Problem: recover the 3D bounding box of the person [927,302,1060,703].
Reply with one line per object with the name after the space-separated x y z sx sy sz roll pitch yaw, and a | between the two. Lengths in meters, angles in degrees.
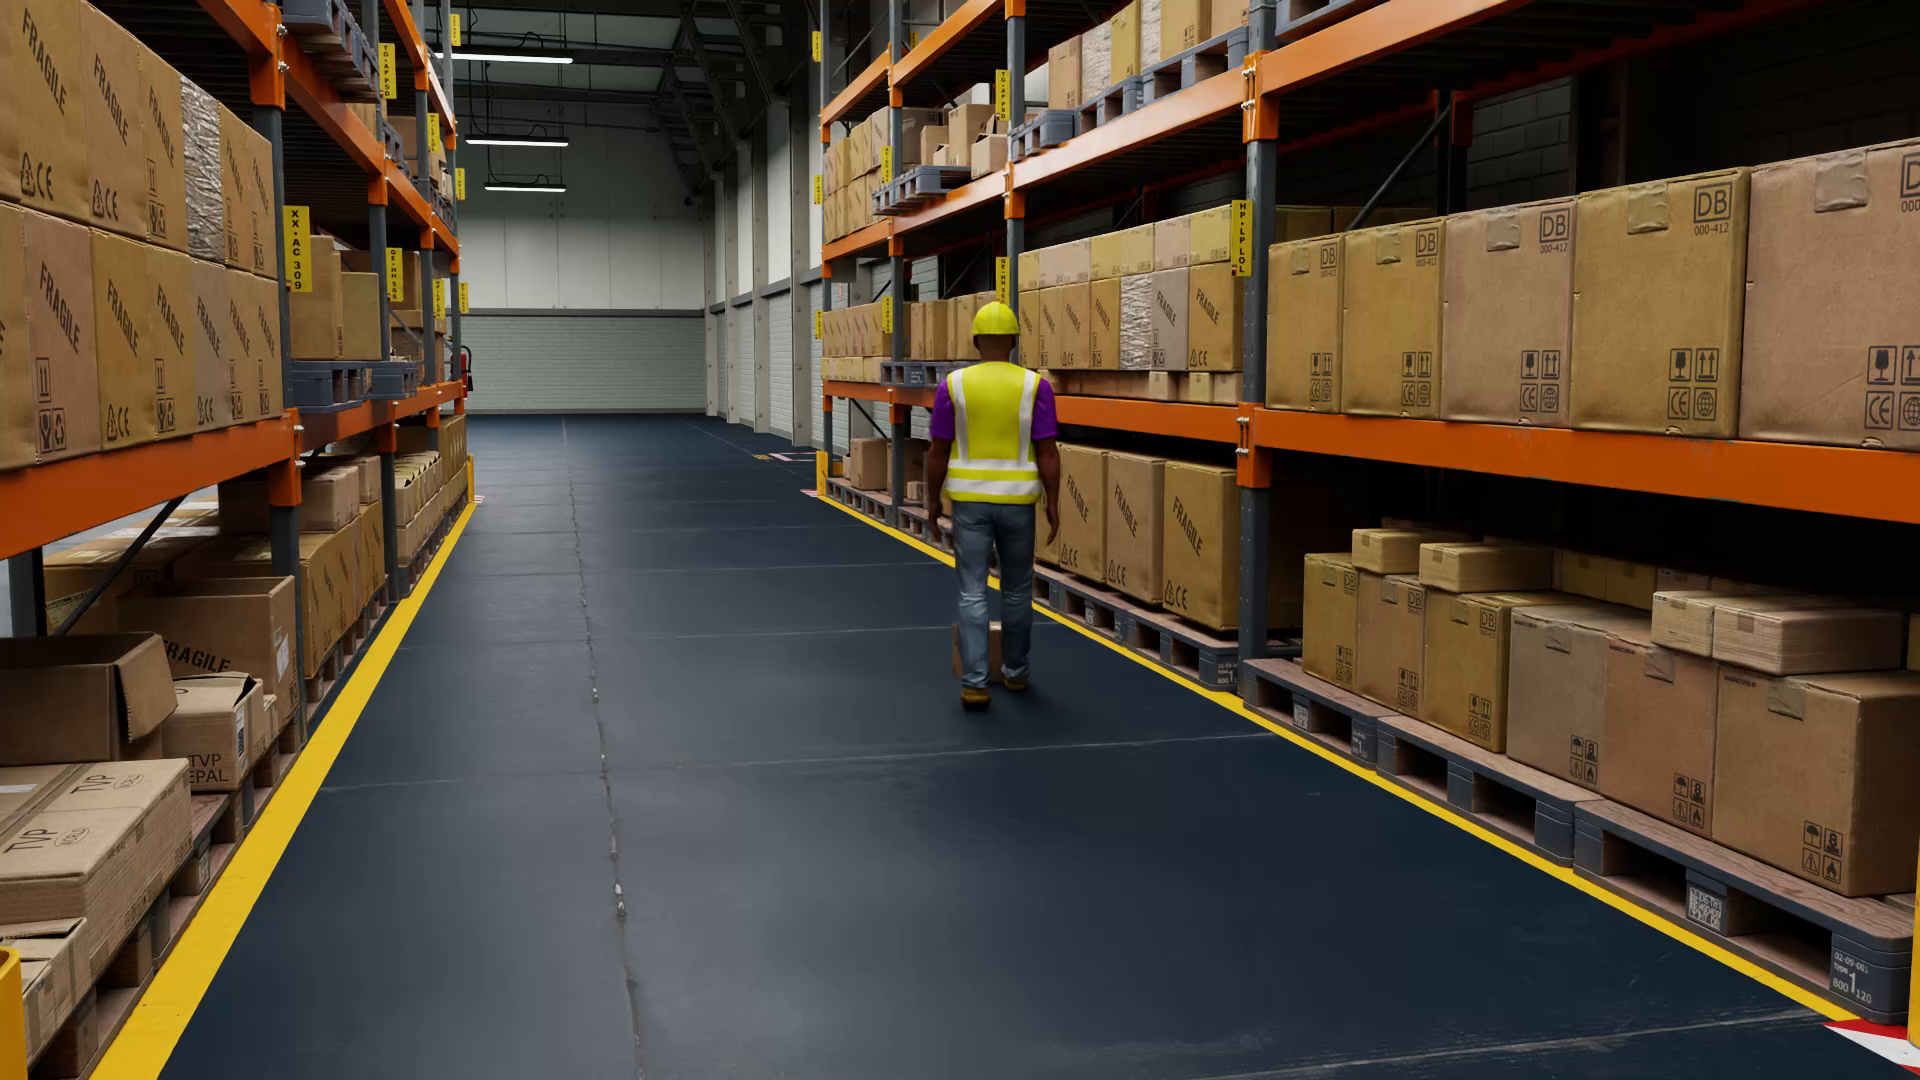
0.145 -0.174 7.456 0.585 1.763 0.732 0 6 -1 | person
